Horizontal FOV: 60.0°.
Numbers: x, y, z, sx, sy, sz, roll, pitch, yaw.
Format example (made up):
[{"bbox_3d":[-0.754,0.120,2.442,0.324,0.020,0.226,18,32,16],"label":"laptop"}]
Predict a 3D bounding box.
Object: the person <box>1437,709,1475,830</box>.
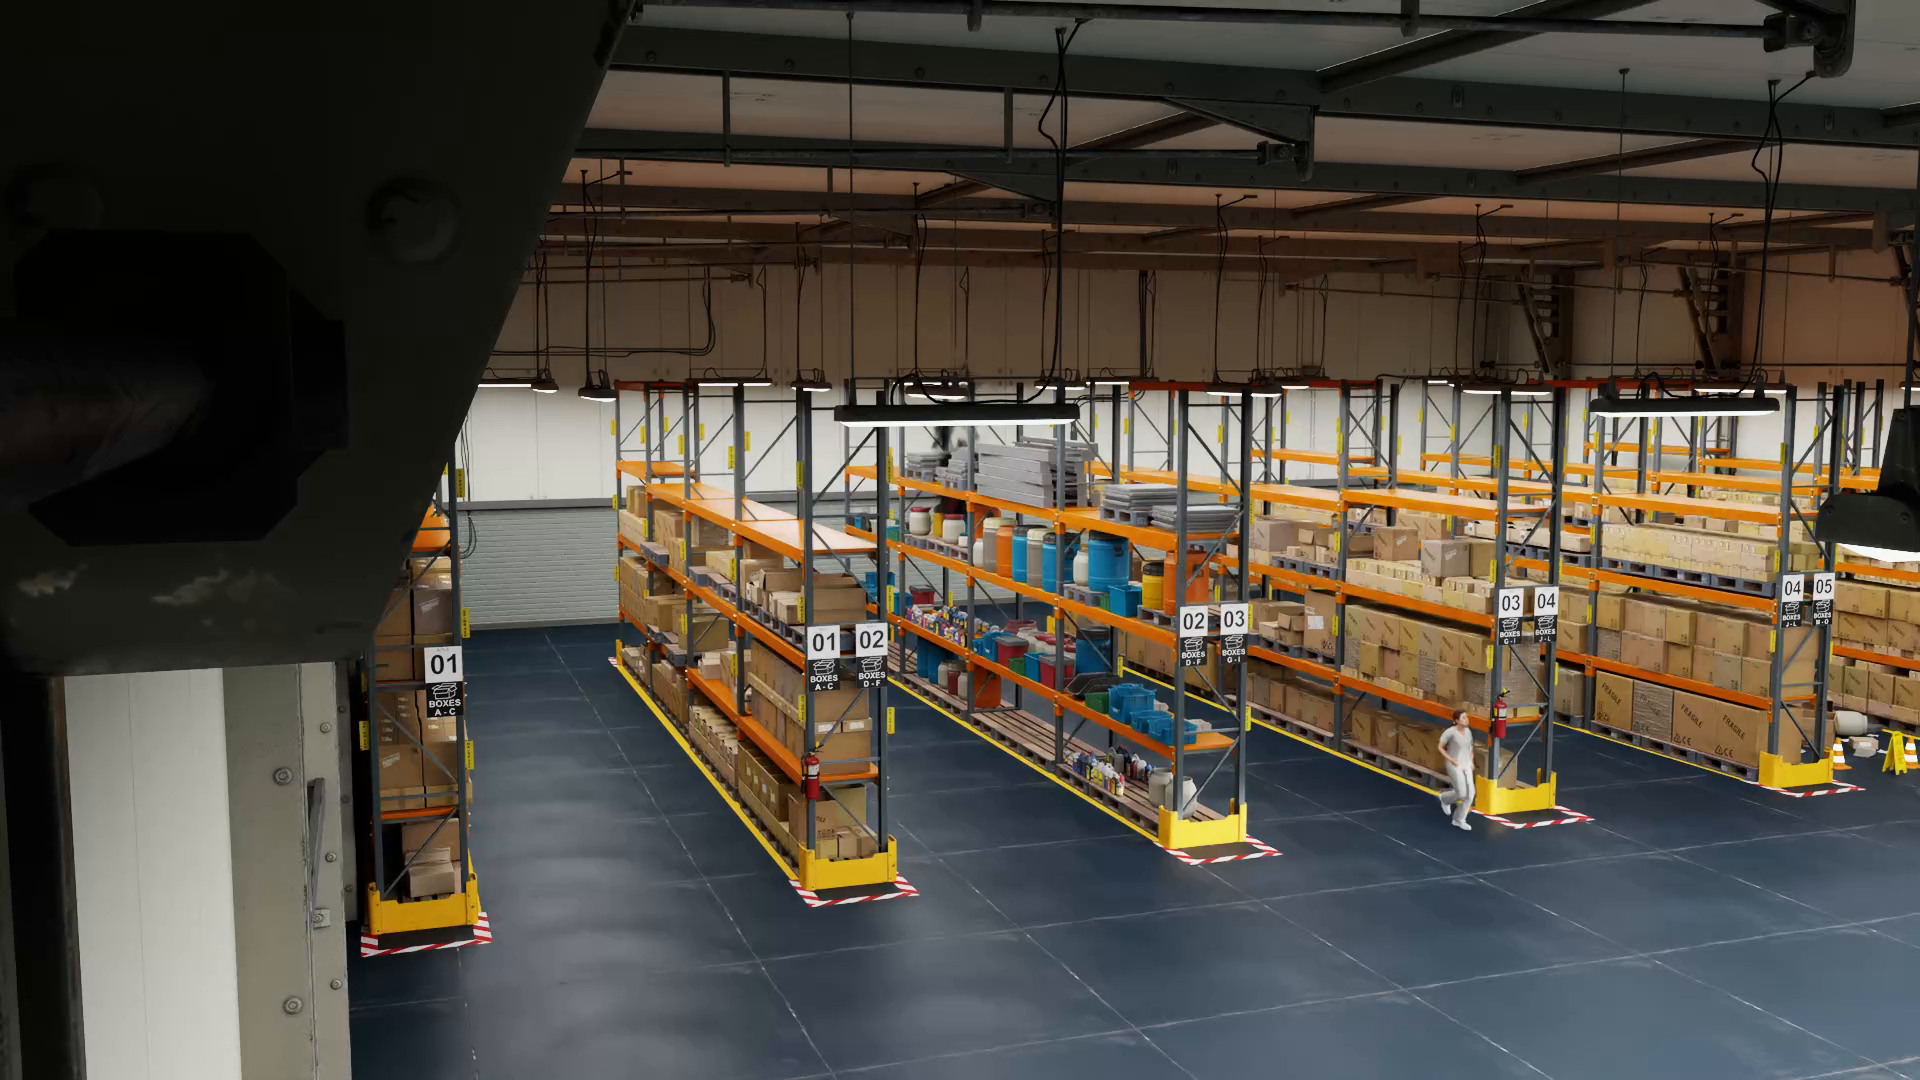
[{"bbox_3d":[6.821,3.120,22.829,0.599,1.639,0.571,-2,7,-22],"label":"person"}]
